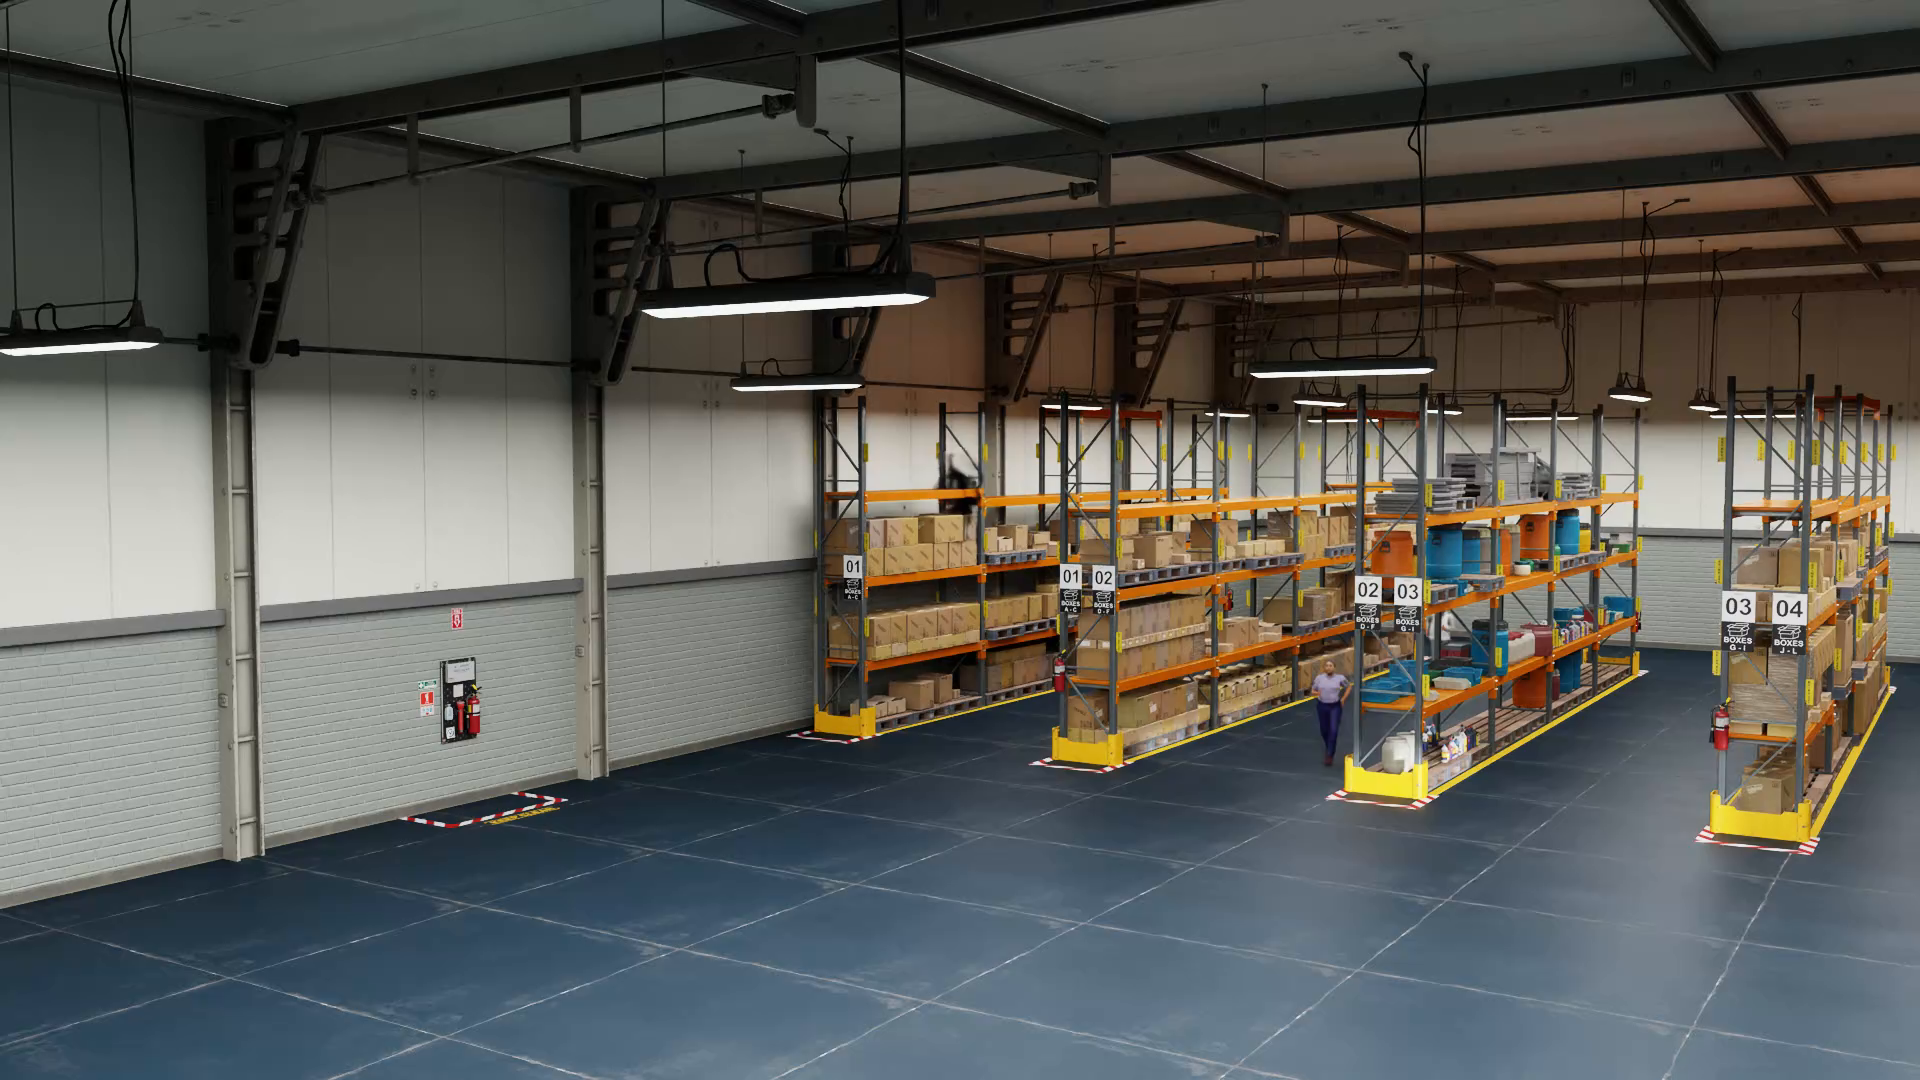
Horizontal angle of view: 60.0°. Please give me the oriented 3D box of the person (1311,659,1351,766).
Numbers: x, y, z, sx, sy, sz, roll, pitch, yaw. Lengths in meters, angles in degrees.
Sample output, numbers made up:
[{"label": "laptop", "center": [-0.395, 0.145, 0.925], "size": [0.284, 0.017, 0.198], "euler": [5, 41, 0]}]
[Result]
[{"label": "person", "center": [5.944, 2.753, 26.772], "size": [0.602, 1.622, 0.913], "euler": [1, 3, 25]}]

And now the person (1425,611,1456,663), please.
[{"label": "person", "center": [10.515, 2.187, 36.462], "size": [0.672, 1.752, 0.987], "euler": [1, 3, 24]}]
